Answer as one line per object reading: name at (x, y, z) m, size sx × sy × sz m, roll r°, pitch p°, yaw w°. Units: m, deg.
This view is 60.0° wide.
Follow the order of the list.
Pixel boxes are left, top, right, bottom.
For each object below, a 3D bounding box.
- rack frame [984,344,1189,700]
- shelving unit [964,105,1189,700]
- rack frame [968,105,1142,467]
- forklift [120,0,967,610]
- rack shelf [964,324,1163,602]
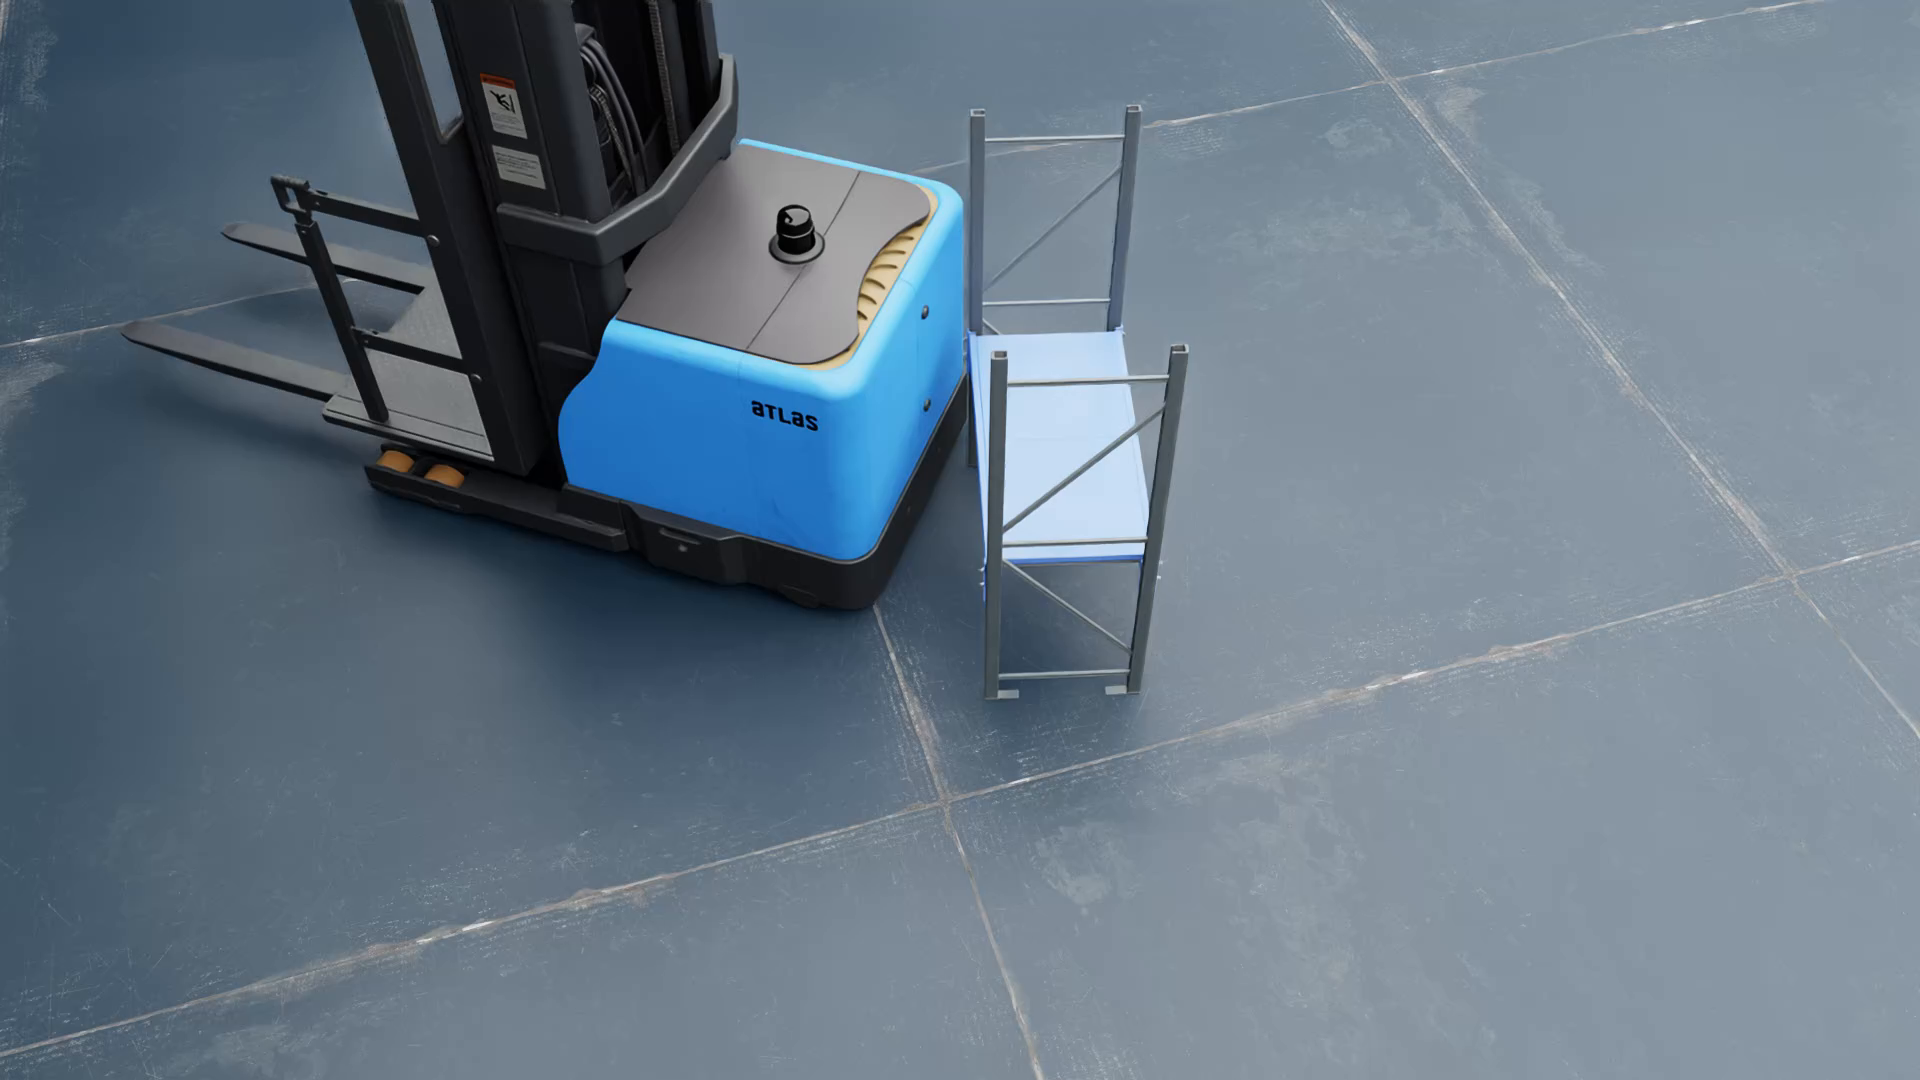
rack frame at (0.328, 0.009, 4.762) m, size 0.500 × 1.500 × 0.032 m, roll -2°, pitch 50°, yaw -2°
shelving unit at (0.304, -0.380, 5.089) m, size 0.538 × 1.500 × 1.048 m, roll -2°, pitch 50°, yaw -2°
rack frame at (0.280, -0.768, 5.416) m, size 0.500 × 1.500 × 0.032 m, roll -2°, pitch 50°, yaw -2°
forklift at (-1.547, -1.414, 5.025) m, size 3.031 × 2.935 × 1.130 m, roll 15°, pitch 52°, yaw 13°
rack shelf at (0.304, -0.264, 5.227) m, size 0.538 × 0.185 × 1.000 m, roll -2°, pitch 50°, yaw -2°
